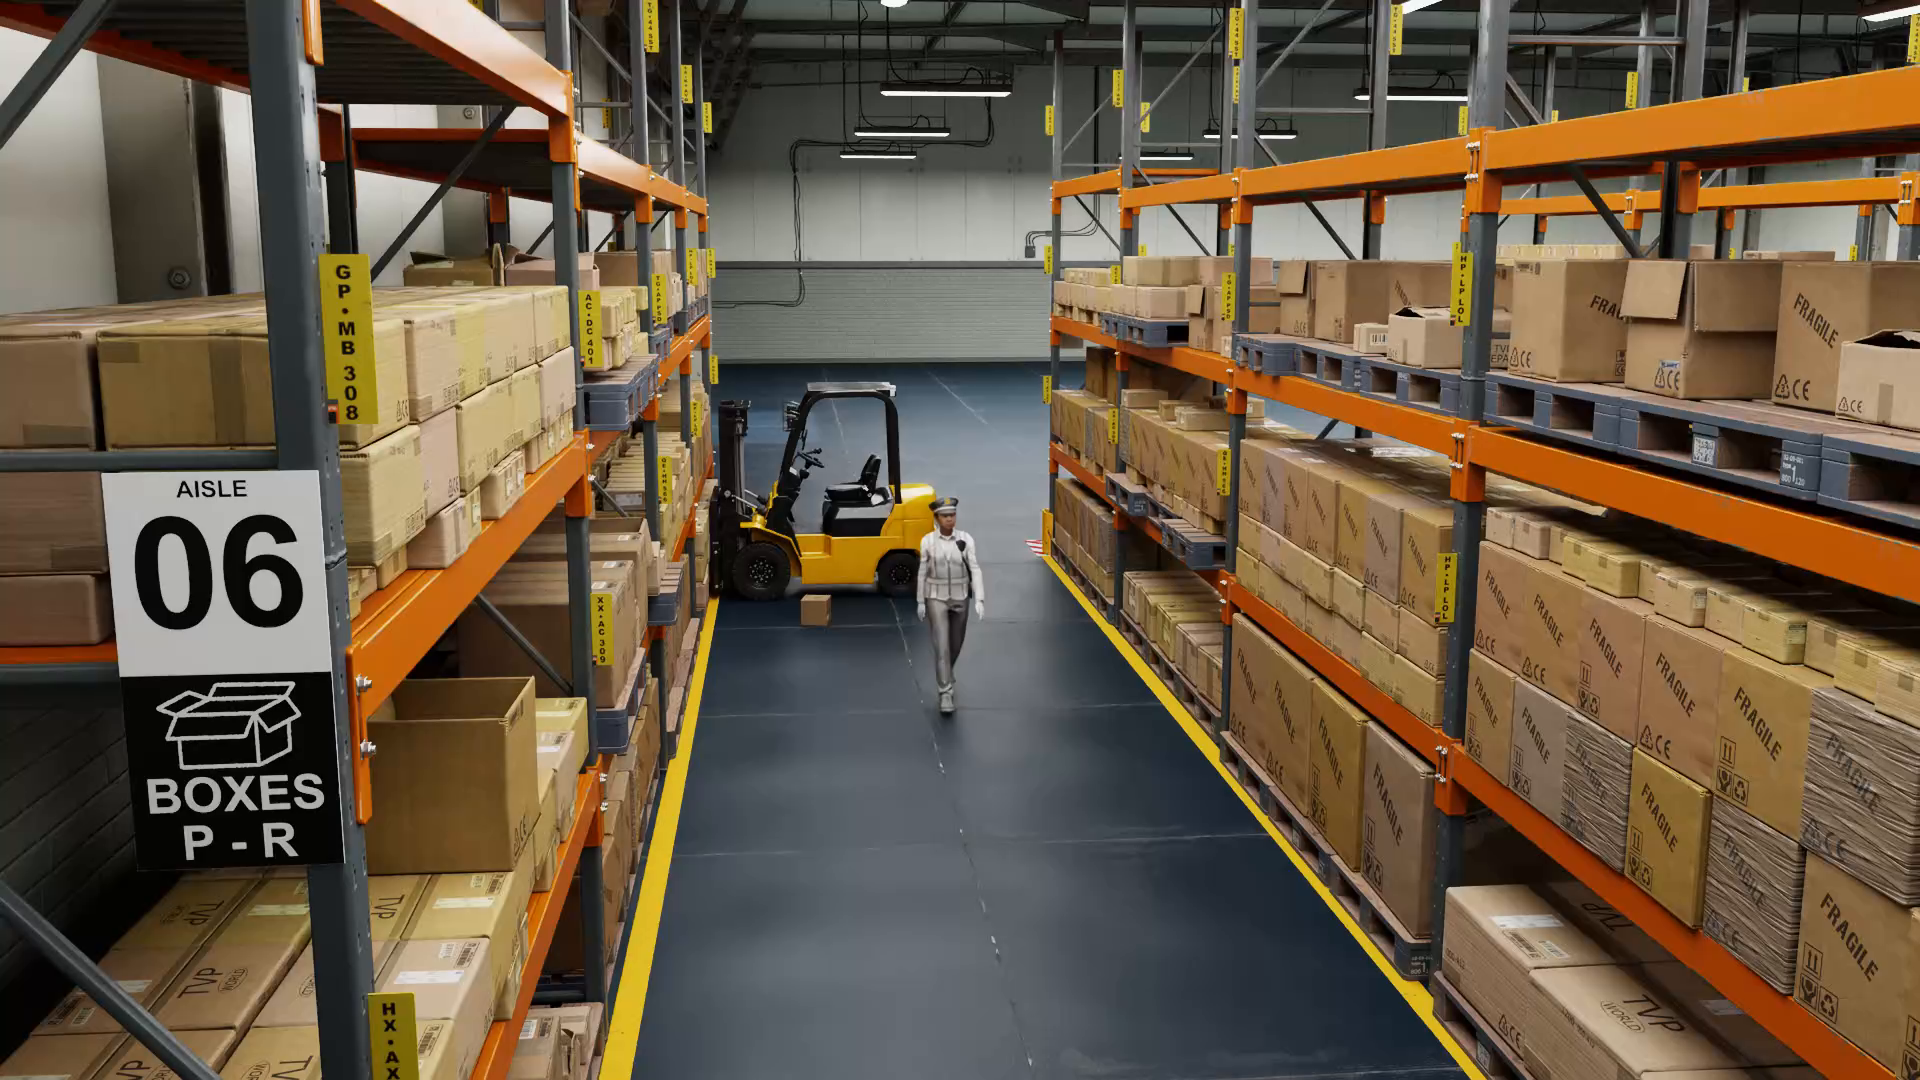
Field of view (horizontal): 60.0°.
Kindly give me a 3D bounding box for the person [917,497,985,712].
[{"bbox_3d":[-0.075,0.464,13.189,0.510,1.645,0.956,-2,10,-10],"label":"person"}]
